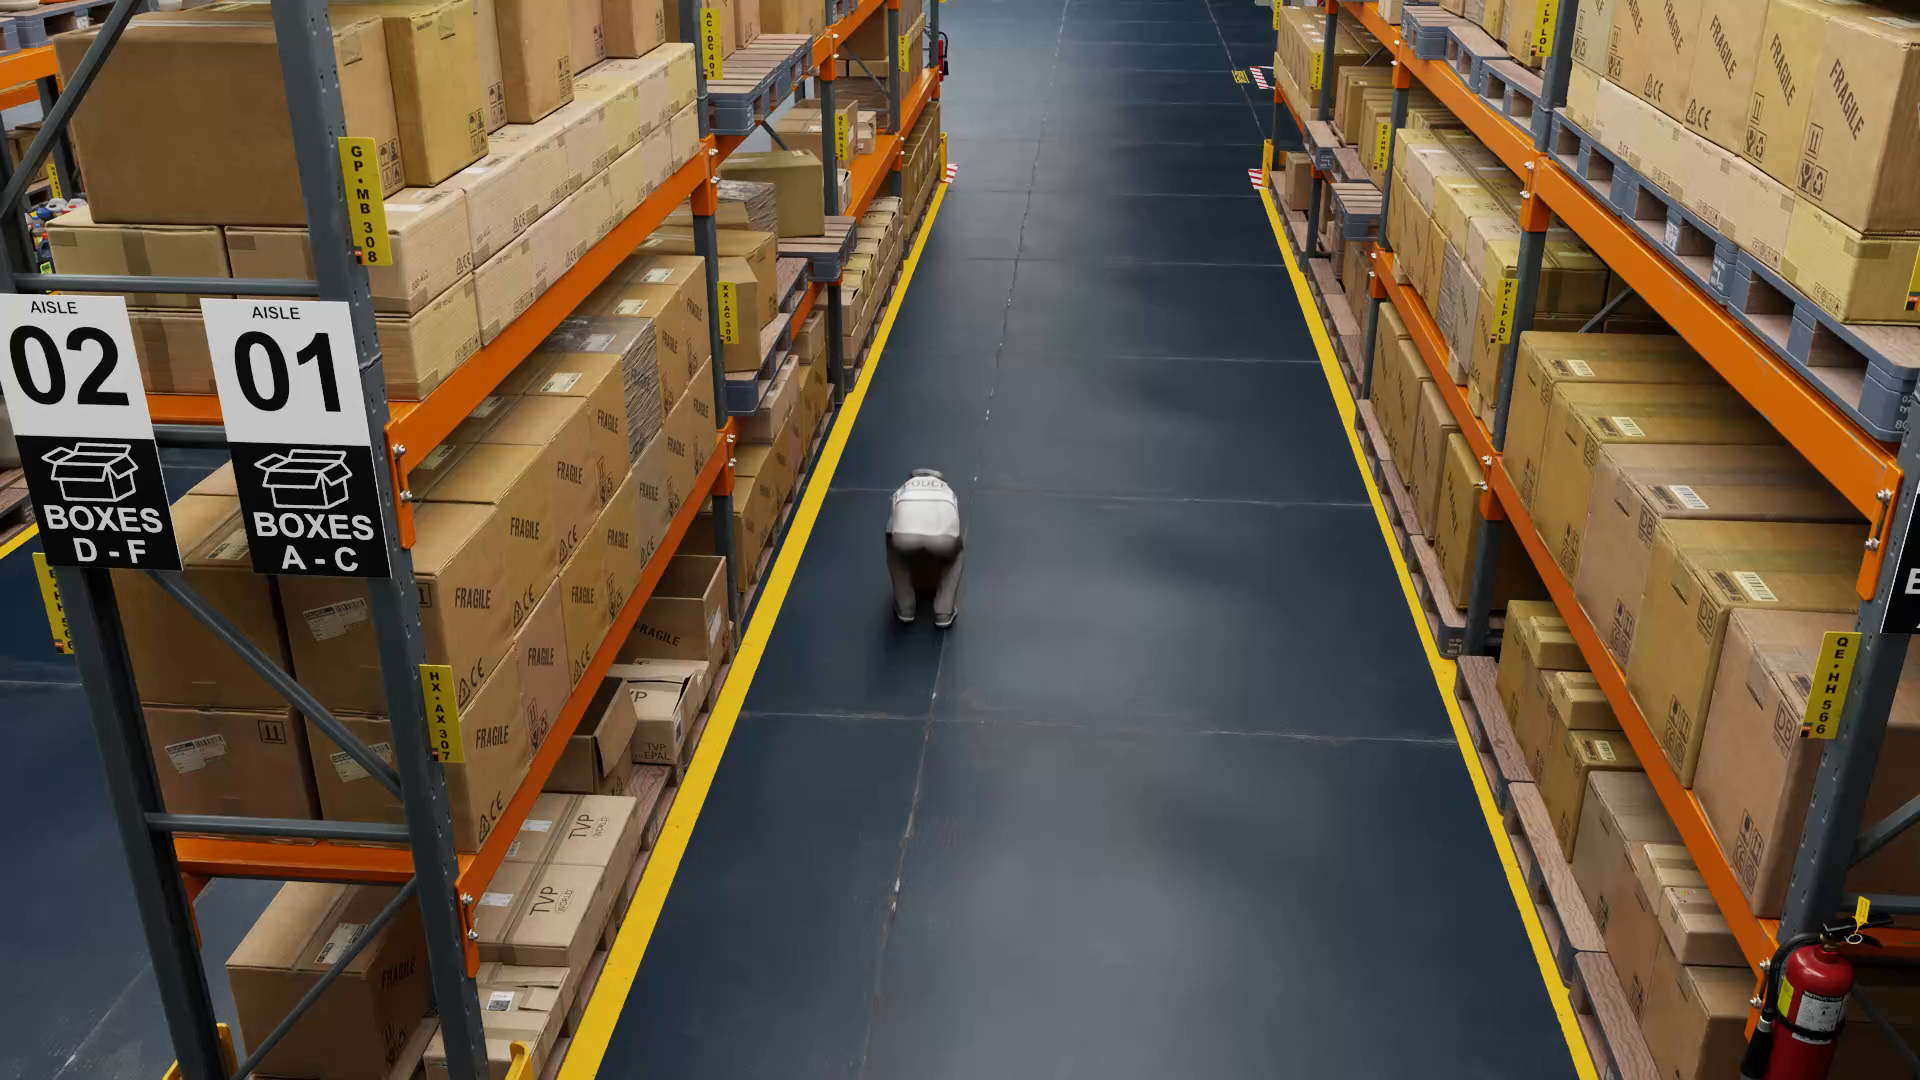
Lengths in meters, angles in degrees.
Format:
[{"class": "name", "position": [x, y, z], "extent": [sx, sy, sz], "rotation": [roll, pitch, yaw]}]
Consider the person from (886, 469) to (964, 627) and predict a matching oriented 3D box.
[{"class": "person", "position": [-0.204, 0.024, 9.593], "extent": [0.456, 0.833, 0.916], "rotation": [0, 25, 0]}]
